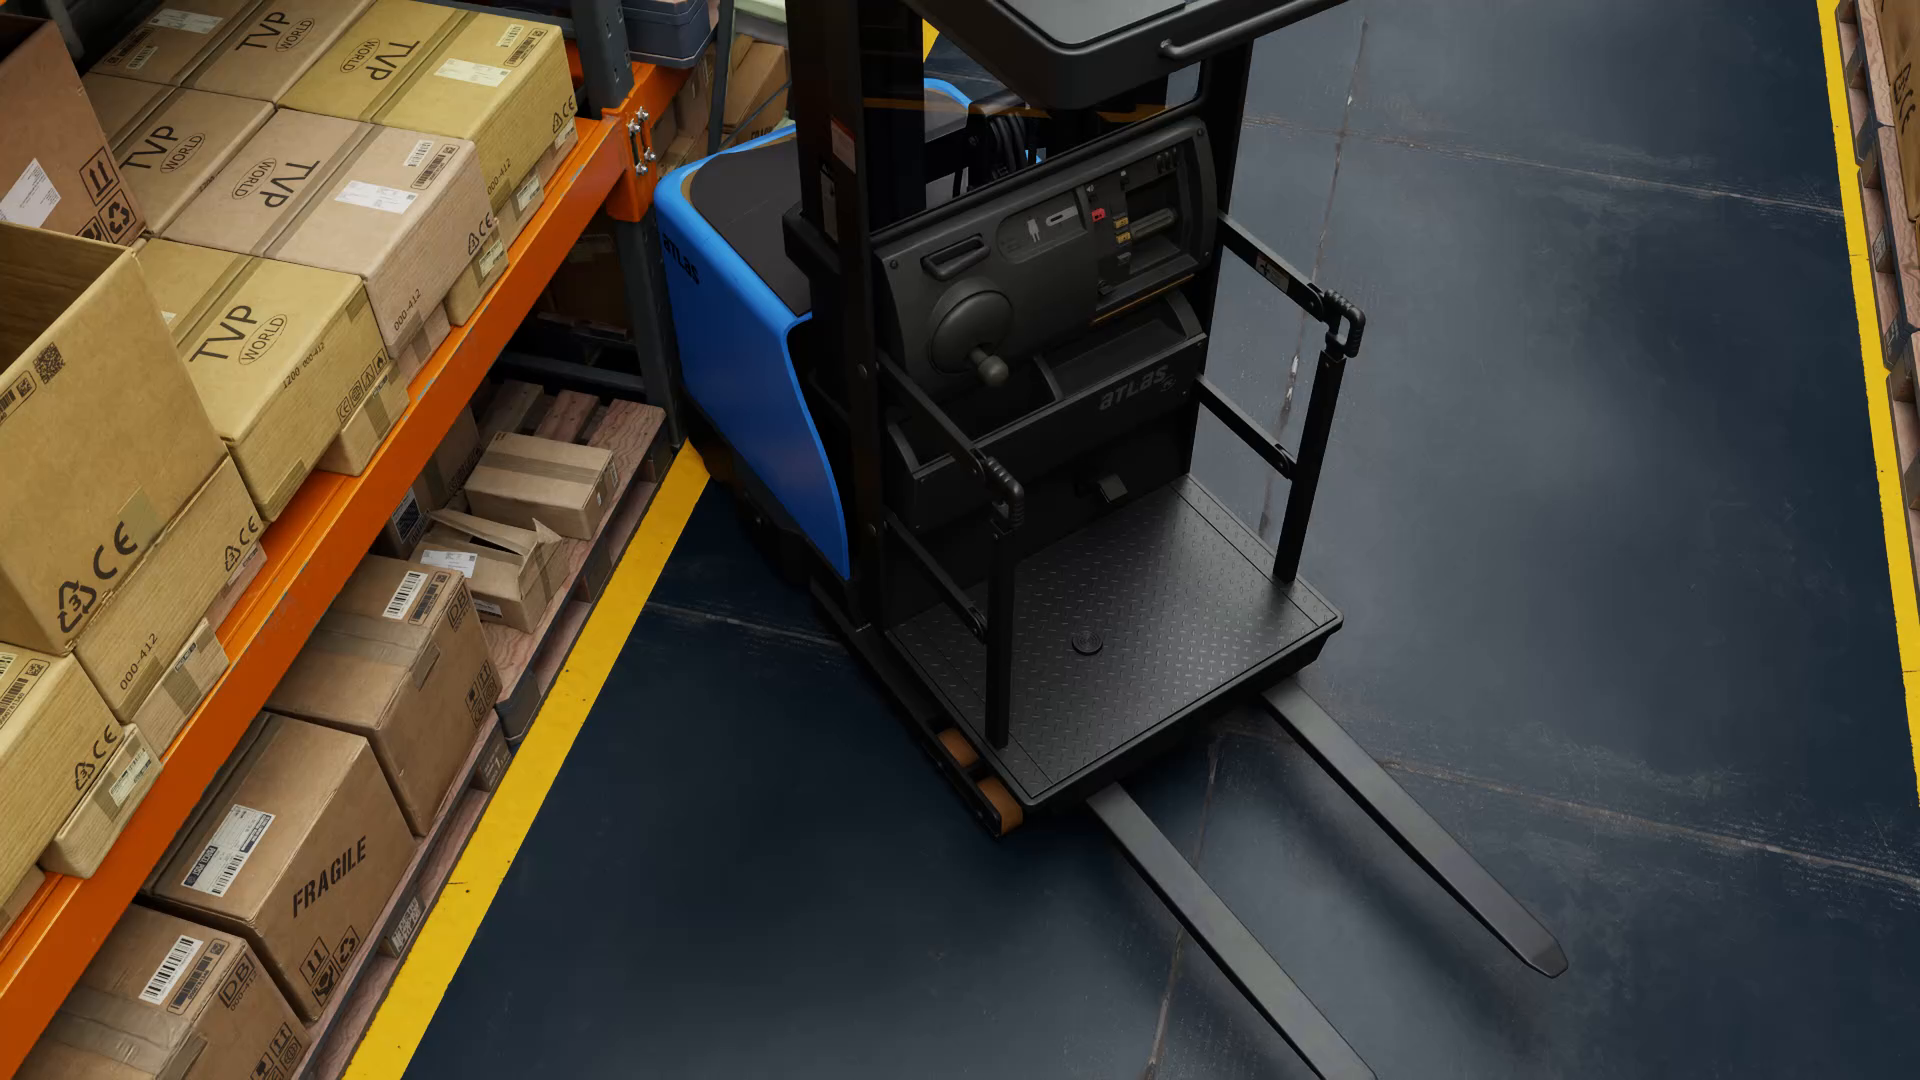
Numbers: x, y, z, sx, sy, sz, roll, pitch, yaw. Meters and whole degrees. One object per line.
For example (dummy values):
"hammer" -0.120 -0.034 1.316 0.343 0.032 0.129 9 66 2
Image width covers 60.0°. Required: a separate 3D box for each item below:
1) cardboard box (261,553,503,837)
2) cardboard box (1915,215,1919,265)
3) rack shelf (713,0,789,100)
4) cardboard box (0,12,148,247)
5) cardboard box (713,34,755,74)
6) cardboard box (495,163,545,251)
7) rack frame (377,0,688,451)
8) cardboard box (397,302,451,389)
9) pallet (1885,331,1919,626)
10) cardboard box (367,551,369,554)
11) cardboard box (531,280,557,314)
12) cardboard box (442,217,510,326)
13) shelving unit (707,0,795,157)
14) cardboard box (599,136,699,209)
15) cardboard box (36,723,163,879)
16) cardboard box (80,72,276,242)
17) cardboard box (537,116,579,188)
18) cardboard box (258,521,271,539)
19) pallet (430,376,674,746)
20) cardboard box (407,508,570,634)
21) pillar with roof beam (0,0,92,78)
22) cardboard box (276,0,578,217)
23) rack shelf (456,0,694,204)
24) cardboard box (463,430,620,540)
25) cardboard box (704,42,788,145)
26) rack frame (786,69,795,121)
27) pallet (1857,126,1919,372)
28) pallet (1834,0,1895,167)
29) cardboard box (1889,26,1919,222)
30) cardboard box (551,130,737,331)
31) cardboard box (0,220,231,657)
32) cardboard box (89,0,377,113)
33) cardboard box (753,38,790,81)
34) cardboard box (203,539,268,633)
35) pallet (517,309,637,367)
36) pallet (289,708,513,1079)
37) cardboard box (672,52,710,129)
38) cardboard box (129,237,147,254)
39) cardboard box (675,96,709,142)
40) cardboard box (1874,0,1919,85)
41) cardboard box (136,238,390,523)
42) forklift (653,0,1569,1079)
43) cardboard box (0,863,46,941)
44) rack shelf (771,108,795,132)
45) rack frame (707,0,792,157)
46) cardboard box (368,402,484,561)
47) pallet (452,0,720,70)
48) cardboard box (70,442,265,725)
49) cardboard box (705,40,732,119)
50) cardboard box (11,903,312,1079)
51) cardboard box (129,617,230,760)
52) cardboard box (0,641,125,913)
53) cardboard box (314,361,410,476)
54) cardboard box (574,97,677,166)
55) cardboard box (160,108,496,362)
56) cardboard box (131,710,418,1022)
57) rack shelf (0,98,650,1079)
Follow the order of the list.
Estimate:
"cardboard box" -1.660 0.364 4.315 0.700 0.500 0.500 10 49 9
"cardboard box" 3.710 -1.010 5.278 0.875 0.875 0.875 13 50 11
"rack shelf" -0.408 -1.582 5.035 0.431 0.370 0.720 18 41 5
"cardboard box" -2.044 -0.704 3.272 0.500 0.500 0.500 10 49 9
"cardboard box" -0.930 -1.770 5.766 0.380 0.149 0.250 11 49 9
"cardboard box" -1.283 -0.876 4.190 0.380 0.149 0.250 13 50 11
"rack frame" -1.395 -1.432 4.513 1.000 3.000 0.127 12 50 10
"cardboard box" -1.424 -0.499 3.857 0.380 0.149 0.250 13 50 11
"pallet" 3.525 -0.105 5.202 1.003 0.211 1.213 12 50 10
"cardboard box" -1.911 0.117 4.767 0.380 0.149 0.250 11 49 10
"cardboard box" -1.552 -1.157 5.658 0.500 0.500 0.500 11 50 10
"cardboard box" -1.328 -0.683 4.020 0.380 0.149 0.250 13 50 11
"shelving unit" -0.477 -1.296 5.291 0.431 1.500 0.755 18 41 5
"cardboard box" -1.044 -1.165 5.232 0.380 0.149 0.250 14 50 12
"cardboard box" -1.710 0.439 3.030 0.380 0.149 0.250 10 49 9
"cardboard box" -1.912 -0.812 3.867 0.500 0.250 0.500 11 50 10
"cardboard box" -1.236 -1.068 4.360 0.380 0.149 0.250 12 50 11
"cardboard box" -1.640 -0.144 3.544 0.380 0.149 0.250 12 50 11
"pallet" -1.577 -0.013 5.120 1.003 0.211 1.213 12 50 10
"cardboard box" -1.353 0.053 4.746 0.396 0.266 0.258 13 50 11
"pillar with roof beam" 1.705 -2.242 1.227 9.100 9.000 0.400 12 50 10
"cardboard box" -1.294 -1.064 4.090 0.500 0.250 0.500 13 50 11
"rack shelf" -0.869 -2.641 6.060 1.077 0.370 4.000 12 50 10
"cardboard box" -1.259 -0.167 5.018 0.380 0.149 0.250 10 49 9
"cardboard box" -0.920 -1.436 5.904 0.500 0.500 0.500 11 49 10
"rack frame" -0.377 -1.517 5.565 0.400 1.500 0.023 18 41 5
"pallet" 3.844 -0.991 5.984 1.003 0.211 1.213 12 50 10
"pallet" 4.167 -1.870 6.760 1.003 0.211 1.213 12 50 10
"cardboard box" 3.946 -1.657 5.849 0.875 0.875 0.875 12 50 10
"cardboard box" -1.051 -1.049 5.563 0.500 0.500 0.500 14 50 12
"cardboard box" -1.674 -0.196 2.824 0.500 0.500 0.500 13 50 11
"cardboard box" -1.786 -1.176 4.189 0.500 0.250 0.500 11 50 10
"cardboard box" -0.785 -1.796 6.222 0.500 0.500 0.500 10 49 9
"cardboard box" -1.659 0.044 3.378 0.380 0.149 0.250 11 50 10
"pallet" -1.218 -1.105 6.085 1.003 0.211 1.213 12 50 10
"pallet" -1.896 0.873 4.339 1.003 0.211 1.213 12 50 10
"cardboard box" -1.022 -1.461 5.295 0.380 0.149 0.250 9 49 8
"cardboard box" -2.049 -0.439 3.538 0.500 0.250 0.500 13 50 11
"cardboard box" -1.046 -1.381 5.423 0.380 0.149 0.250 10 49 9
"cardboard box" 4.185 -2.301 6.417 0.875 0.875 0.875 11 50 10
"cardboard box" -1.556 -0.341 3.452 0.500 0.250 0.500 11 50 10
"forklift" 0.352 -0.583 3.810 1.130 2.935 3.031 -27 54 -22
"cardboard box" -1.849 0.607 2.881 0.380 0.149 0.250 12 50 11
"rack shelf" -0.535 -1.057 5.505 0.431 0.370 0.720 18 41 5
"rack frame" -0.577 -1.075 5.017 0.400 1.500 0.023 18 41 5
"cardboard box" -1.797 -0.250 4.983 0.500 0.311 0.500 13 50 11
"pallet" -1.080 -1.925 5.076 1.003 0.211 1.213 12 50 10
"cardboard box" -1.692 0.031 3.123 0.500 0.250 0.500 10 49 9
"cardboard box" -0.990 -1.569 5.588 0.380 0.149 0.250 9 49 8
"cardboard box" -1.933 1.115 3.652 0.700 0.500 0.500 13 50 12
"cardboard box" -1.660 0.244 3.201 0.380 0.149 0.250 13 50 11
"cardboard box" -1.806 0.406 2.793 0.500 0.250 0.500 11 49 9
"cardboard box" -1.464 -0.308 3.689 0.380 0.149 0.250 11 49 9
"cardboard box" -1.103 -1.276 5.131 0.380 0.149 0.250 11 49 9
"cardboard box" -1.412 -0.699 3.768 0.500 0.250 0.500 12 50 10
"cardboard box" -1.698 0.753 3.972 0.500 0.500 0.500 12 50 11
"rack shelf" -1.922 0.253 3.506 1.077 0.370 4.000 12 50 10
